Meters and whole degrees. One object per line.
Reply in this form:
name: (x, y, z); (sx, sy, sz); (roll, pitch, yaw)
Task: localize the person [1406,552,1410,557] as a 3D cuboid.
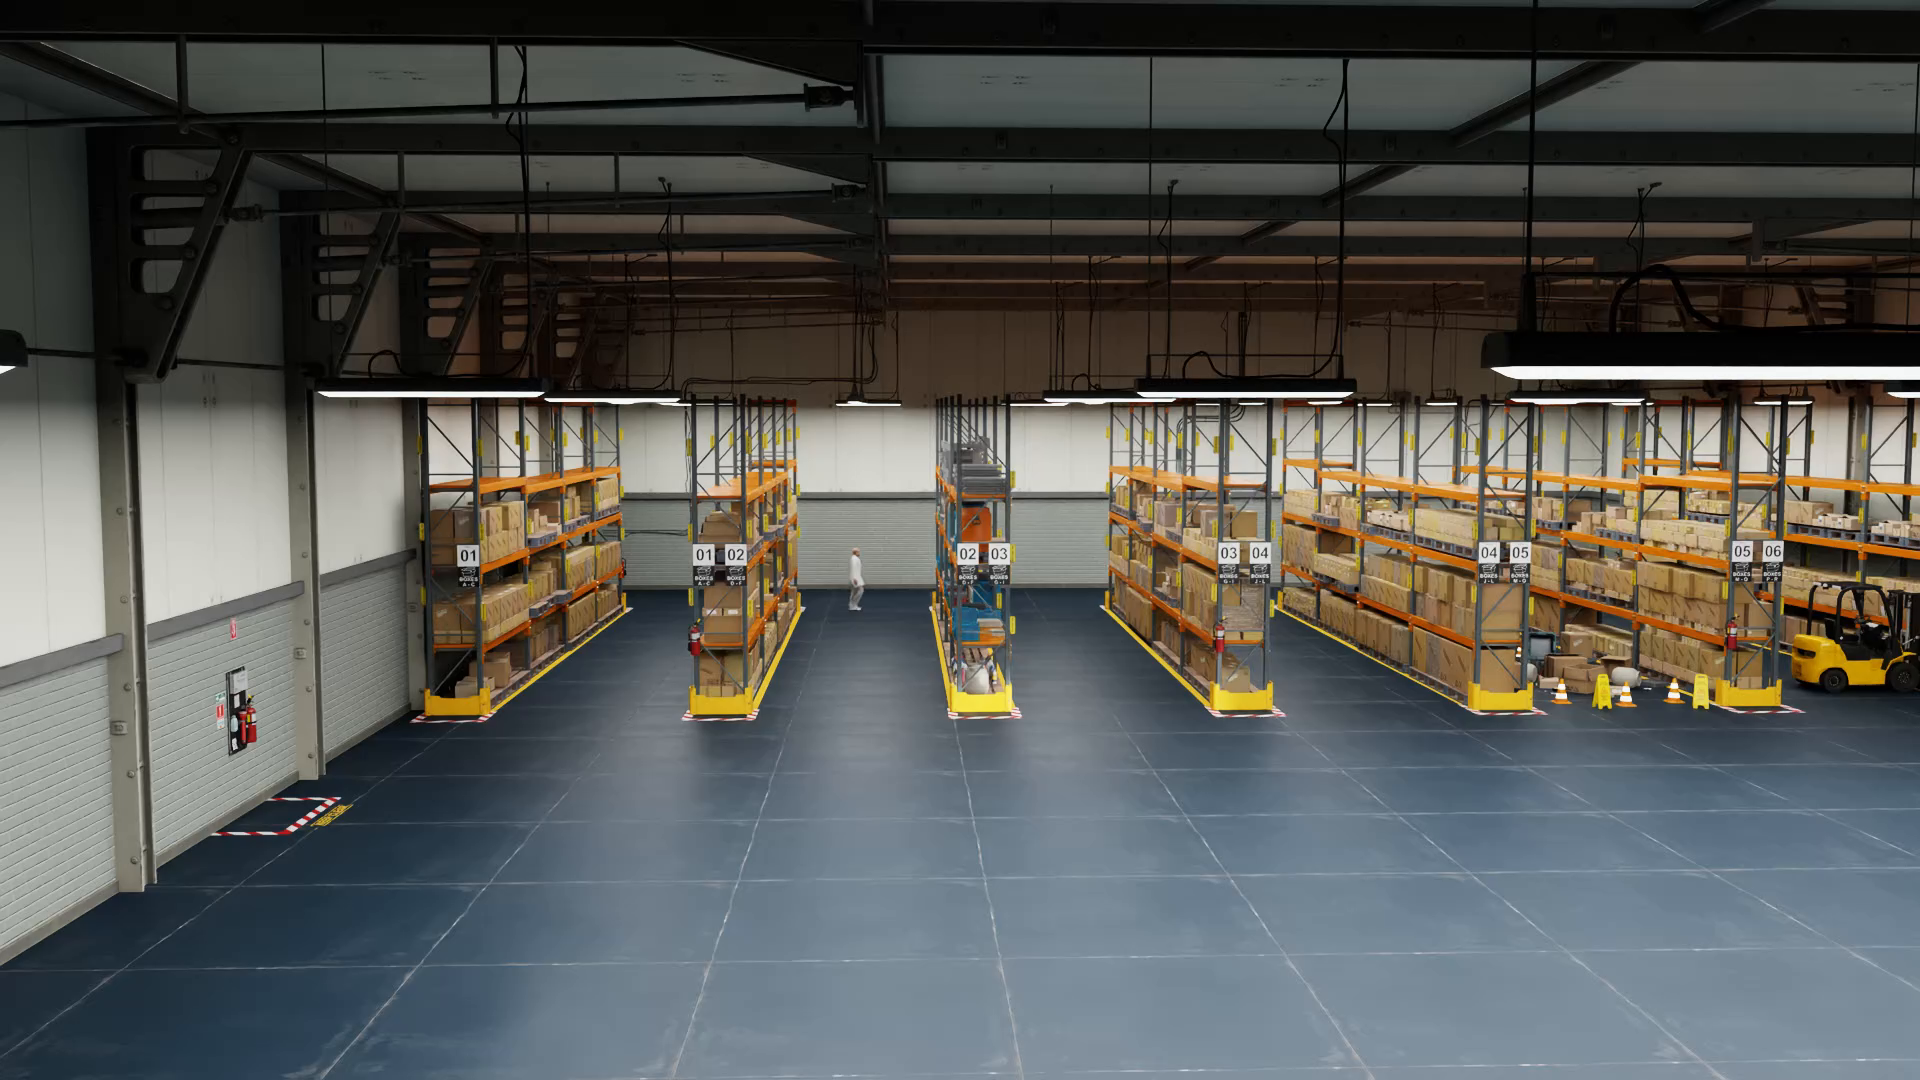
person: (12.841, 1.128, 47.161); (0.869, 1.753, 0.513); (3, 5, 33)

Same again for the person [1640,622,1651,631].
person: (17.076, 1.663, 41.161); (0.485, 1.697, 0.388); (-3, 5, -29)

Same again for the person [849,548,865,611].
person: (-2.963, 1.112, 47.359); (0.480, 1.792, 0.632); (-1, 5, -12)

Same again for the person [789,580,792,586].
person: (-5.188, 0.956, 49.172); (0.476, 1.763, 0.602); (0, 4, -2)
